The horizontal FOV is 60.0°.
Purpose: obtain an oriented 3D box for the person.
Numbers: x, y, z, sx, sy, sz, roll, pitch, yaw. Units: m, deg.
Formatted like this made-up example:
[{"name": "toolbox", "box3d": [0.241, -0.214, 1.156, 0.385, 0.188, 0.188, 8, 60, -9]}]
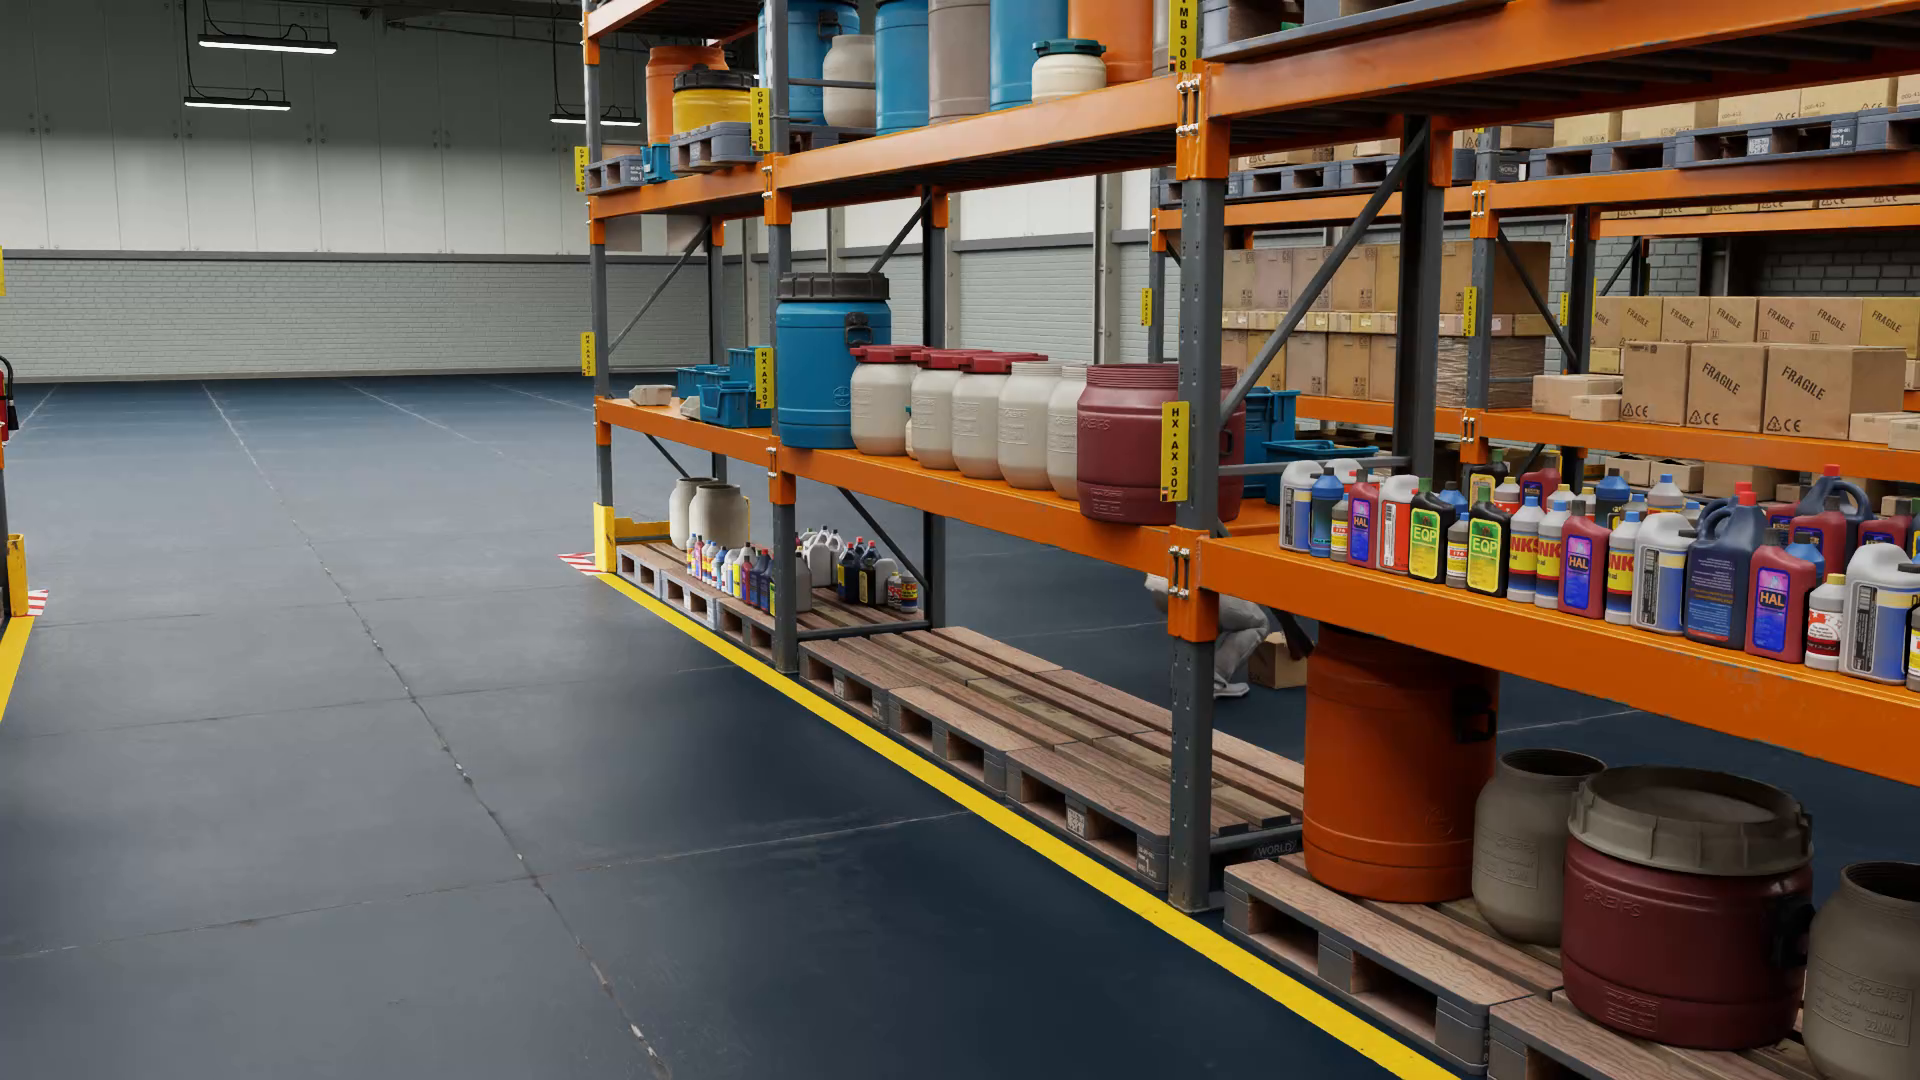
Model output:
[{"name": "person", "box3d": [1.392, 0.283, 8.849, 0.884, 1.038, 0.593, -4, 9, -26]}]
